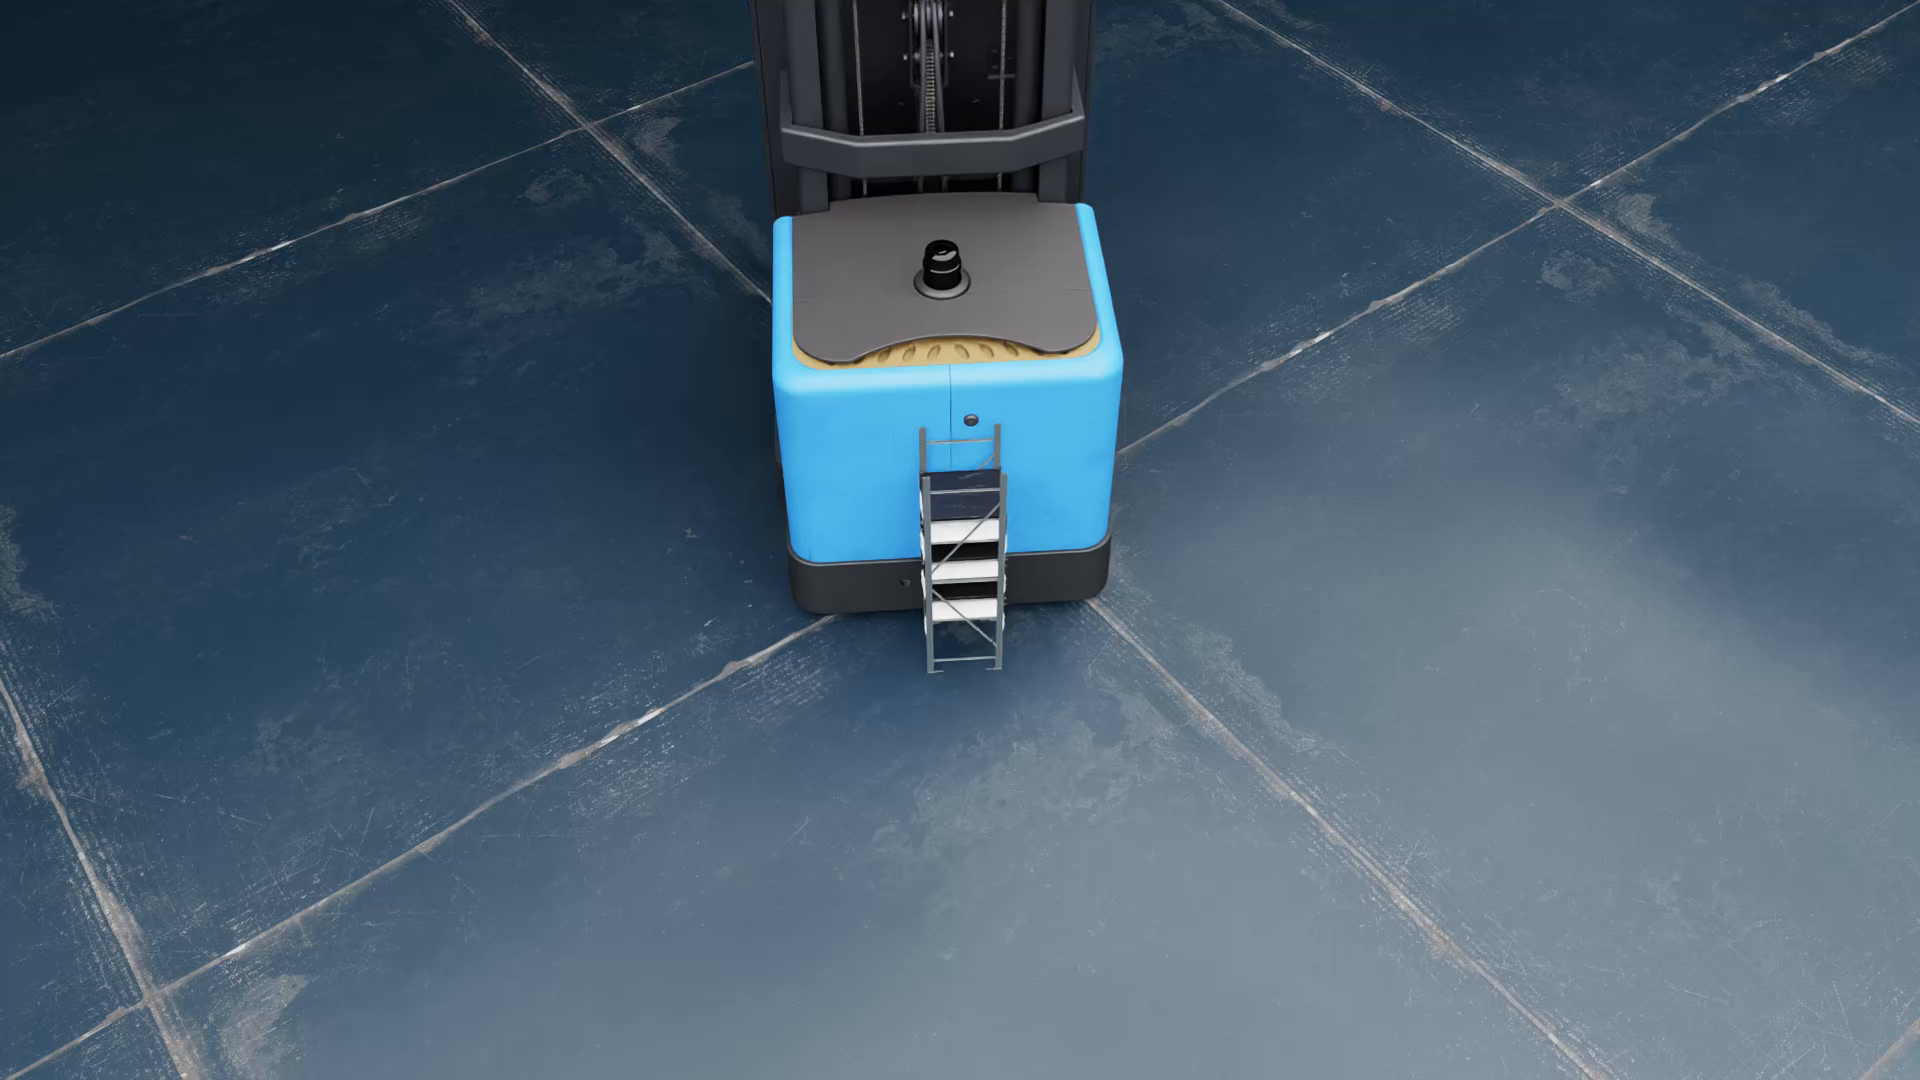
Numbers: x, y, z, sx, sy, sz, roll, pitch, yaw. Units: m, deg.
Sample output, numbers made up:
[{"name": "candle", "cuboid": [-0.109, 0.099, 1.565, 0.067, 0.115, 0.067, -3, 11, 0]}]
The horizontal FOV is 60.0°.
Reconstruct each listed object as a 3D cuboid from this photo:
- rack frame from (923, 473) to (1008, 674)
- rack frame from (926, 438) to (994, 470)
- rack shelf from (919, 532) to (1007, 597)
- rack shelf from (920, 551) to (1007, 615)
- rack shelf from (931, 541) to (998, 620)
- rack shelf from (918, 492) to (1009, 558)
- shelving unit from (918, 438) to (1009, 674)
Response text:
[{"name": "rack frame", "cuboid": [0.015, 0.120, 5.034, 0.240, 0.900, 0.006, -3, 48, -3]}, {"name": "rack frame", "cuboid": [0.000, -0.030, 5.170, 0.228, 0.785, 0.003, -3, 48, -3]}, {"name": "rack shelf", "cuboid": [0.008, 0.067, 5.126, 0.258, 0.077, 0.200, -3, 48, -3]}, {"name": "rack shelf", "cuboid": [0.008, 0.128, 5.193, 0.258, 0.077, 0.200, -3, 48, -3]}, {"name": "rack shelf", "cuboid": [0.008, 0.079, 5.139, 0.221, 0.281, 0.190, -3, 48, -3]}, {"name": "rack shelf", "cuboid": [0.008, -0.053, 4.993, 0.258, 0.077, 0.200, -3, 48, -3]}, {"name": "shelving unit", "cuboid": [0.008, 0.046, 5.101, 0.258, 0.900, 0.208, -3, 48, -3]}]
